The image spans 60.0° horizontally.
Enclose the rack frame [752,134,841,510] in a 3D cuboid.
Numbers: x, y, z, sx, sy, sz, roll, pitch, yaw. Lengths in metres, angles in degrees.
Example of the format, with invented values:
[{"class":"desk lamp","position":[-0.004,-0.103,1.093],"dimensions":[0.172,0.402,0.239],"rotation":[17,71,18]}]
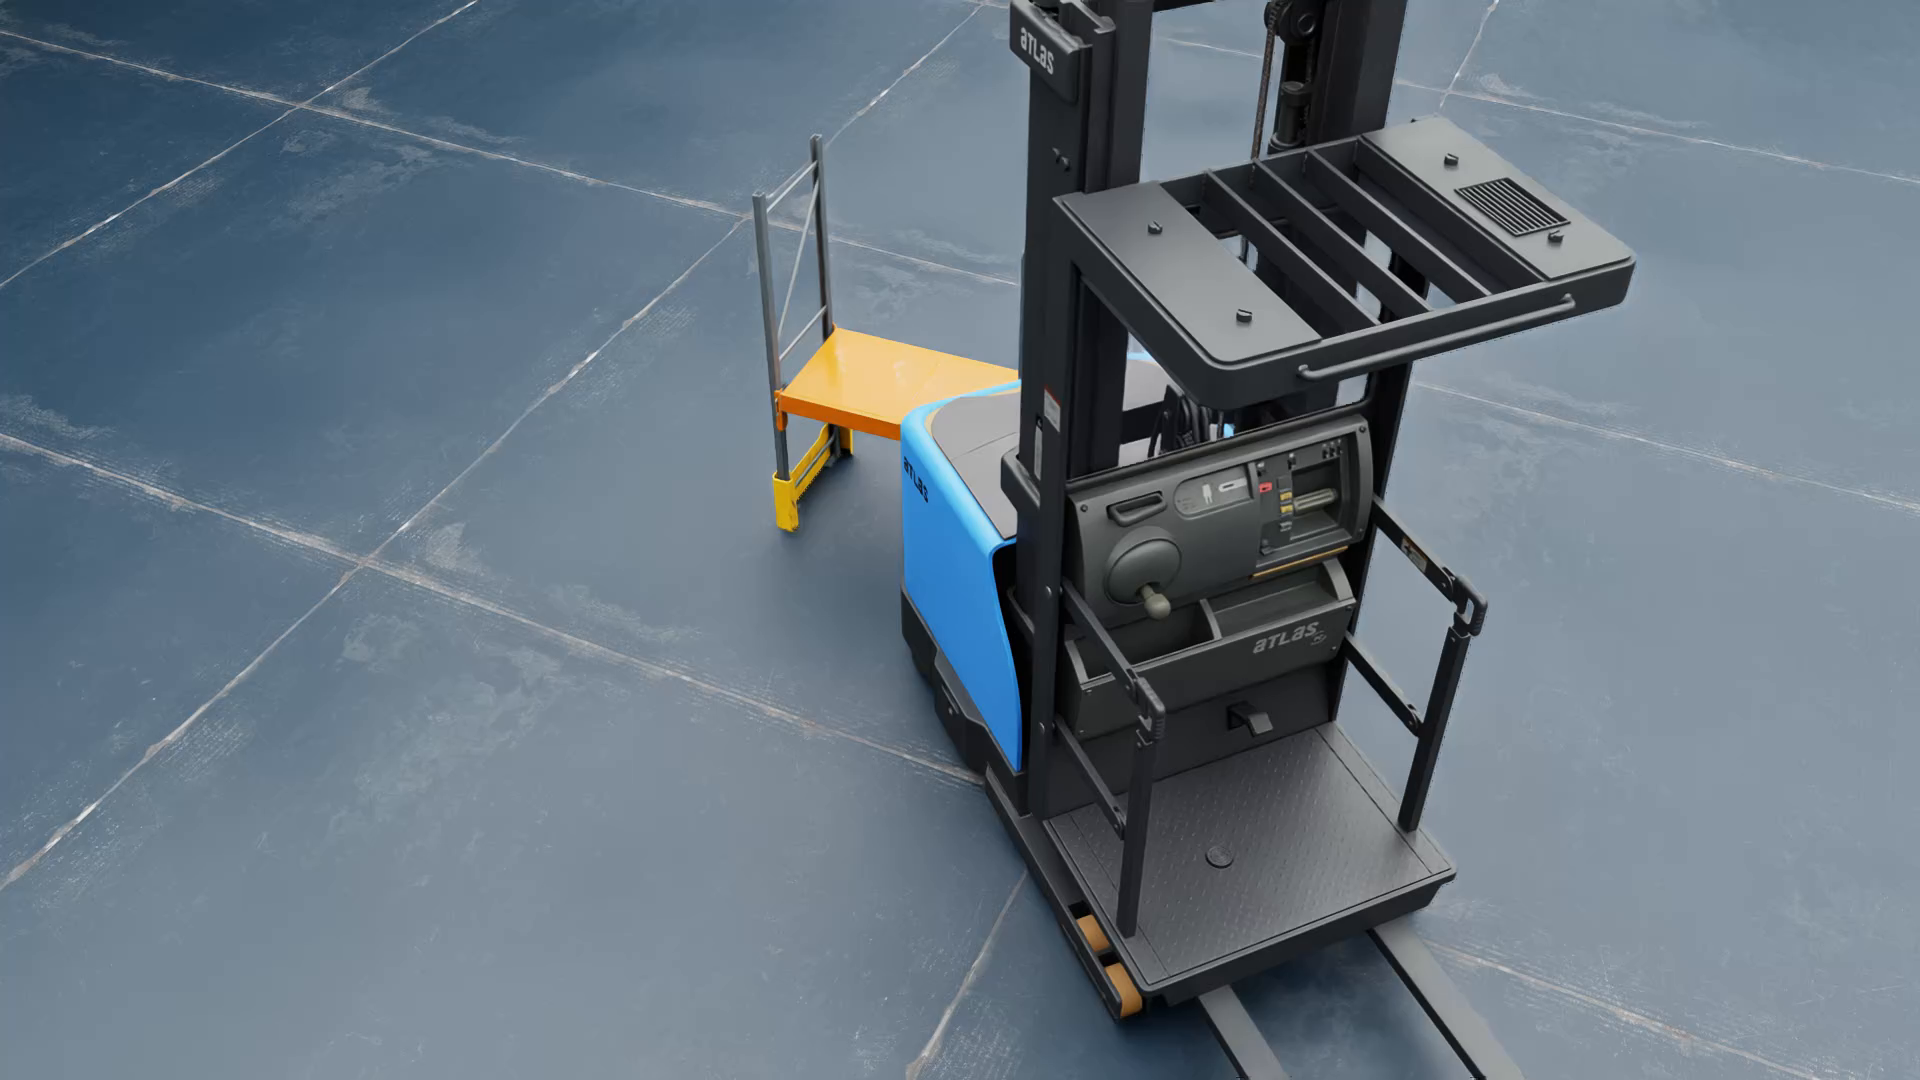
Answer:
[{"class":"rack frame","position":[-0.624,-0.795,6.522],"dimensions":[0.032,1.500,0.500],"rotation":[15,43,17]}]

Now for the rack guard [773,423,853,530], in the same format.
[{"class":"rack guard","position":[-0.606,-0.318,6.926],"dimensions":[0.087,0.250,0.587],"rotation":[15,43,17]}]

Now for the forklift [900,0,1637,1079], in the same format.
[{"class":"forklift","position":[0.832,0.022,4.487],"dimensions":[1.130,2.935,3.031],"rotation":[-16,43,-17]}]

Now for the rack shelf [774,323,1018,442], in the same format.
[{"class":"rack shelf","position":[-0.155,-0.532,6.493],"dimensions":[1.000,0.185,0.538],"rotation":[15,43,17]}]

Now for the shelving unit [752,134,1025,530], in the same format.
[{"class":"shelving unit","position":[-0.146,-0.665,6.372],"dimensions":[1.083,1.500,0.587],"rotation":[15,43,17]}]

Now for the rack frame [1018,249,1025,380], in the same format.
[{"class":"rack frame","position":[0.315,-0.540,6.228],"dimensions":[0.032,1.500,0.500],"rotation":[15,43,17]}]
